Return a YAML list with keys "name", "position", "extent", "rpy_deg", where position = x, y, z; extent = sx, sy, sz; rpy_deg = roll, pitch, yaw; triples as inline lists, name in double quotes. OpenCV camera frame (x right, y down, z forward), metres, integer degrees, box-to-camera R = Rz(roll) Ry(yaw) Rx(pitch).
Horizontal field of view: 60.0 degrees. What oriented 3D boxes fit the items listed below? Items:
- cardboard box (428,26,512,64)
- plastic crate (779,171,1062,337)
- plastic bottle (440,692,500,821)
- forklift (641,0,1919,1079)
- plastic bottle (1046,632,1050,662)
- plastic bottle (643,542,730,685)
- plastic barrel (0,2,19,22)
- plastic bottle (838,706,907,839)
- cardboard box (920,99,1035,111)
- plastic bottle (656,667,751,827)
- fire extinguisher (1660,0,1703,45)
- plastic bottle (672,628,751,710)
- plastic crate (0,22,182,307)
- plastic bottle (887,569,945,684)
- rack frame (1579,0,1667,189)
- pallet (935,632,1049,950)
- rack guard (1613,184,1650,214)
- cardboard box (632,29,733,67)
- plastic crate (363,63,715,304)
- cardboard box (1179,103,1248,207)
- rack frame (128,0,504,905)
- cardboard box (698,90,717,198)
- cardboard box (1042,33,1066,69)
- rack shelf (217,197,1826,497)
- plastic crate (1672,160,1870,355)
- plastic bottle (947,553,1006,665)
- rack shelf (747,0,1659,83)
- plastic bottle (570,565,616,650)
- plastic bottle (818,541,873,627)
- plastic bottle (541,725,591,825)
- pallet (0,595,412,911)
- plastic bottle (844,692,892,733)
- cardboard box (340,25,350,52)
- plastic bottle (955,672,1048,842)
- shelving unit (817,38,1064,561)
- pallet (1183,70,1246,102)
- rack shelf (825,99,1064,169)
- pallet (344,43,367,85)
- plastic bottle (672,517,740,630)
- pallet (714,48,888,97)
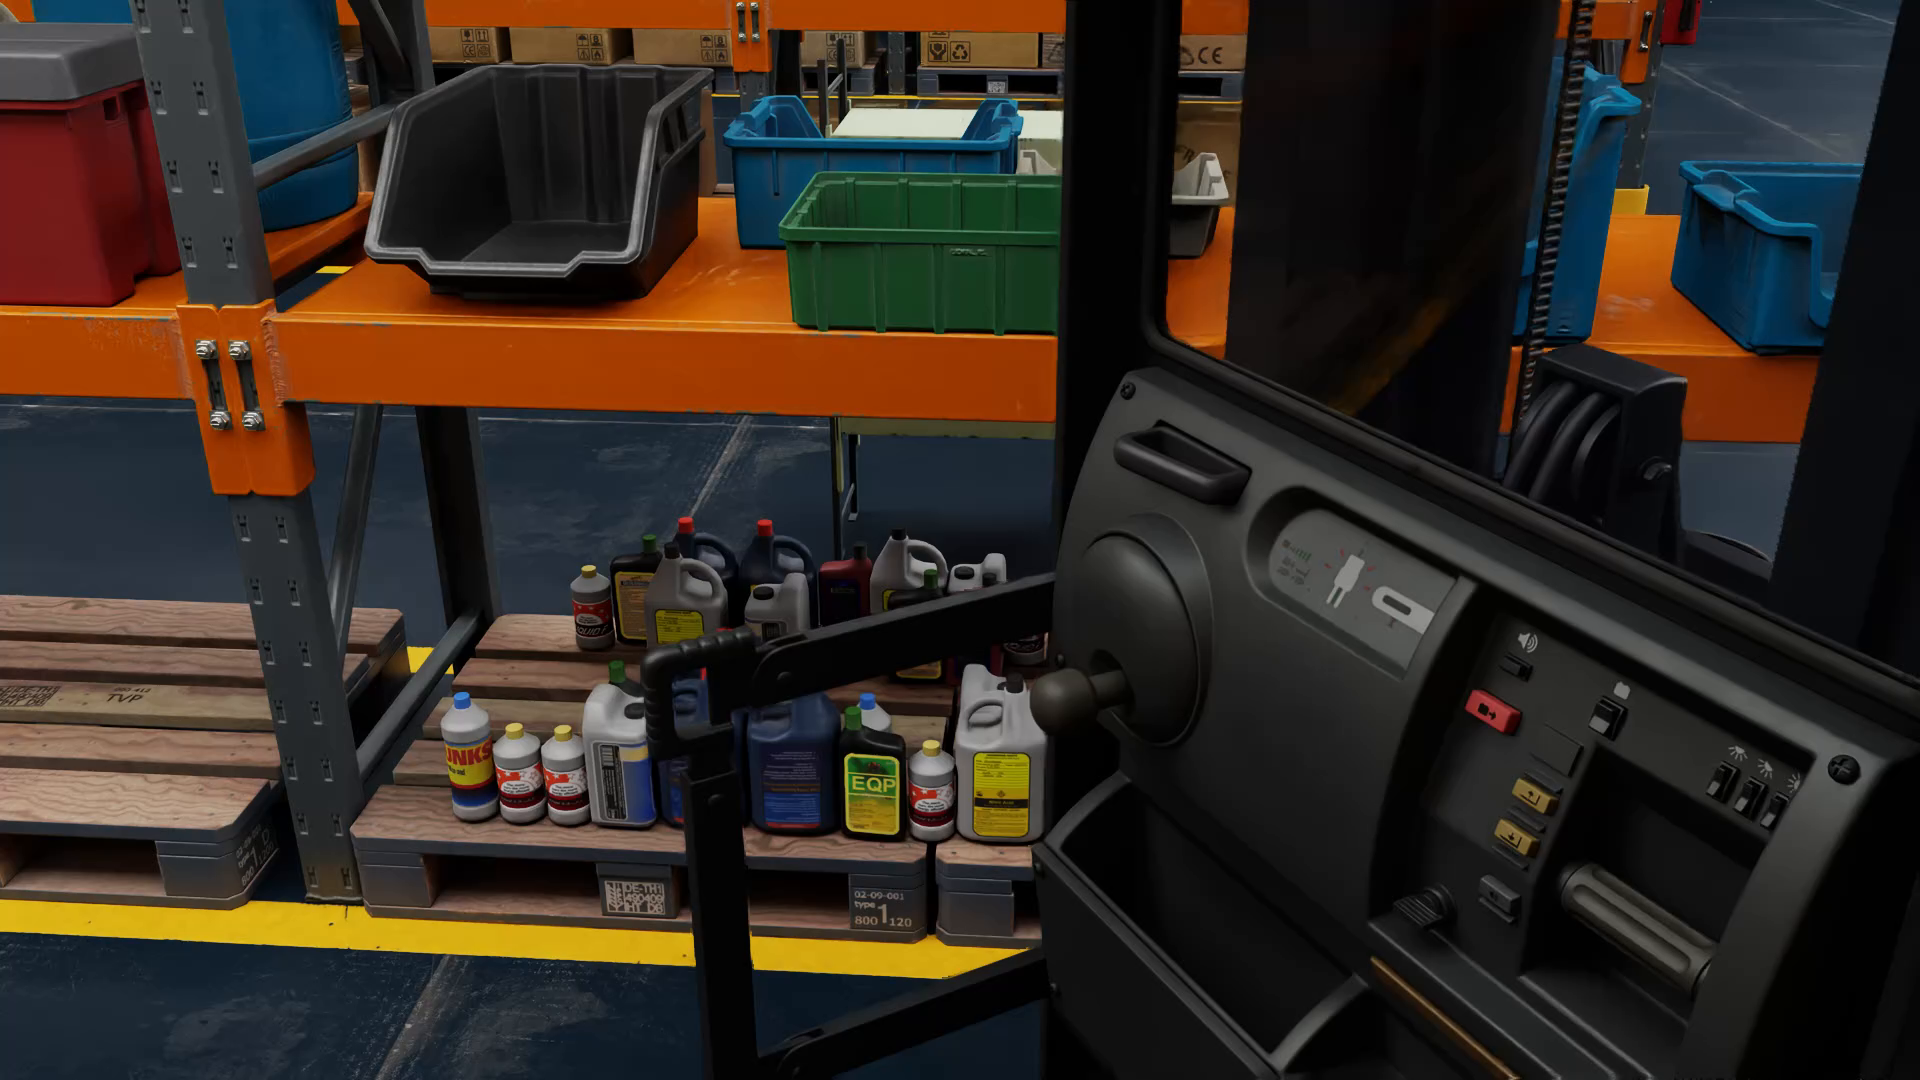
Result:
- name: "cardboard box"
  position: [-3.828, -4.160, 12.892]
  extent: [0.750, 0.750, 1.050]
  rpy_deg: [2, 25, 3]
- name: "plastic crate"
  position: [0.032, -0.535, 3.078]
  extent: [0.662, 0.188, 0.450]
  rpy_deg: [2, 25, 4]
- name: "plastic bottle"
  position: [-1.015, 0.440, 3.443]
  extent: [0.097, 0.271, 0.097]
  rpy_deg: [0, 25, 0]
- name: "forklift"
  position: [0.192, 0.140, 1.438]
  extent: [3.031, 2.935, 1.130]
  rpy_deg: [-13, 28, -26]
- name: "plastic bottle"
  position: [0.261, 0.167, 4.037]
  extent: [0.097, 0.271, 0.097]
  rpy_deg: [0, 25, 0]
- name: "plastic bottle"
  position: [-0.646, 0.172, 3.931]
  extent: [0.185, 0.351, 0.144]
  rpy_deg: [2, 25, 4]
- name: "plastic barrel"
  position: [-2.237, -0.976, 3.620]
  extent: [0.433, 0.535, 0.433]
  rpy_deg: [0, 25, 0]
- name: "plastic bottle"
  position: [-0.177, 0.469, 3.365]
  extent: [0.133, 0.283, 0.061]
  rpy_deg: [3, 25, 6]
- name: "cardboard box"
  position: [0.047, -1.867, 8.208]
  extent: [0.500, 0.500, 0.500]
  rpy_deg: [10, 27, 21]
- name: "plastic bottle"
  position: [-0.526, 0.410, 3.413]
  extent: [0.185, 0.351, 0.144]
  rpy_deg: [3, 25, 5]
- name: "fire extinguisher"
  position: [3.147, -2.498, 7.183]
  extent: [0.183, 0.674, 0.296]
  rpy_deg: [2, 25, 4]
- name: "plastic bottle"
  position: [-0.515, 0.350, 3.544]
  extent: [0.185, 0.351, 0.144]
  rpy_deg: [2, 25, 4]
- name: "plastic crate"
  position: [-1.806, -0.709, 3.127]
  extent: [0.583, 0.464, 0.402]
  rpy_deg: [2, 25, 4]
- name: "plastic bottle"
  position: [-0.104, 0.202, 3.945]
  extent: [0.133, 0.283, 0.061]
  rpy_deg: [2, 25, 4]
- name: "rack frame"
  position: [3.068, -2.729, 7.592]
  extent: [0.127, 3.000, 1.000]
  rpy_deg: [2, 25, 4]
- name: "pallet"
  position: [0.587, 0.551, 3.800]
  extent: [1.213, 0.211, 1.003]
  rpy_deg: [2, 25, 4]
- name: "rack guard"
  position: [2.992, -1.596, 8.120]
  extent: [0.348, 0.500, 1.175]
  rpy_deg: [2, 25, 4]
- name: "cardboard box"
  position: [-2.027, -4.104, 12.770]
  extent: [0.750, 0.750, 1.050]
  rpy_deg: [2, 25, 4]
- name: "plastic crate"
  position: [-0.787, -0.694, 3.245]
  extent: [0.504, 0.338, 0.767]
  rpy_deg: [2, 25, 4]
- name: "cardboard box"
  position: [1.225, -1.844, 8.156]
  extent: [0.500, 0.500, 0.500]
  rpy_deg: [4, 25, 9]
- name: "rack frame"
  position: [-1.300, -0.792, 3.384]
  extent: [0.127, 3.000, 1.000]
  rpy_deg: [2, 25, 4]
- name: "cardboard box"
  position: [-1.531, -1.950, 8.363]
  extent: [0.500, 0.500, 0.700]
  rpy_deg: [0, 25, 0]
- name: "cardboard box"
  position: [1.081, -4.070, 12.545]
  extent: [0.875, 0.875, 0.875]
  rpy_deg: [2, 25, 4]
- name: "rack shelf"
  position: [0.695, -0.402, 3.395]
  extent: [4.000, 0.370, 1.077]
  rpy_deg: [2, 25, 4]
- name: "plastic crate"
  position: [1.520, -0.511, 2.951]
  extent: [0.408, 0.251, 0.499]
  rpy_deg: [2, 25, 4]
- name: "plastic bottle"
  position: [0.040, 0.169, 4.027]
  extent: [0.135, 0.276, 0.152]
  rpy_deg: [2, 25, 5]
- name: "rack shelf"
  position: [1.074, -2.466, 7.881]
  extent: [4.000, 0.370, 1.077]
  rpy_deg: [2, 25, 4]
- name: "plastic bottle"
  position: [-0.914, 0.161, 4.134]
  extent: [0.097, 0.201, 0.097]
  rpy_deg: [0, 25, 0]
- name: "plastic bottle"
  position: [-0.278, 0.136, 4.089]
  extent: [0.133, 0.283, 0.061]
  rpy_deg: [3, 25, 8]
- name: "plastic bottle"
  position: [-0.813, 0.478, 3.443]
  extent: [0.097, 0.201, 0.097]
  rpy_deg: [0, 25, 0]
- name: "pallet"
  position: [-2.085, 0.465, 3.986]
  extent: [1.213, 0.211, 1.003]
  rpy_deg: [2, 25, 4]
- name: "plastic bottle"
  position: [-0.189, 0.441, 3.441]
  extent: [0.097, 0.271, 0.097]
  rpy_deg: [0, 25, 0]
- name: "cardboard box"
  position: [-5.104, -4.016, 12.877]
  extent: [0.500, 0.500, 0.500]
  rpy_deg: [2, 25, 4]
- name: "plastic bottle"
  position: [0.086, 0.430, 3.371]
  extent: [0.185, 0.351, 0.144]
  rpy_deg: [2, 25, 4]
- name: "shelving unit"
  position: [0.007, -0.681, 4.936]
  extent: [0.755, 1.500, 0.431]
  rpy_deg: [2, 25, 4]
- name: "pallet"
  position: [1.532, -3.559, 12.732]
  extent: [1.213, 0.211, 1.003]
  rpy_deg: [2, 25, 4]
- name: "rack shelf"
  position: [0.007, -1.036, 4.773]
  extent: [0.720, 0.370, 0.431]
  rpy_deg: [2, 25, 4]
- name: "pallet"
  position: [-5.207, -3.808, 13.272]
  extent: [1.213, 0.211, 1.003]
  rpy_deg: [2, 25, 4]
- name: "plastic bottle"
  position: [-0.635, 0.112, 4.062]
  extent: [0.185, 0.351, 0.144]
  rpy_deg: [1, 25, 3]
- name: "pallet"
  position: [-1.215, -3.647, 12.924]
  extent: [1.213, 0.211, 1.003]
  rpy_deg: [2, 25, 4]
